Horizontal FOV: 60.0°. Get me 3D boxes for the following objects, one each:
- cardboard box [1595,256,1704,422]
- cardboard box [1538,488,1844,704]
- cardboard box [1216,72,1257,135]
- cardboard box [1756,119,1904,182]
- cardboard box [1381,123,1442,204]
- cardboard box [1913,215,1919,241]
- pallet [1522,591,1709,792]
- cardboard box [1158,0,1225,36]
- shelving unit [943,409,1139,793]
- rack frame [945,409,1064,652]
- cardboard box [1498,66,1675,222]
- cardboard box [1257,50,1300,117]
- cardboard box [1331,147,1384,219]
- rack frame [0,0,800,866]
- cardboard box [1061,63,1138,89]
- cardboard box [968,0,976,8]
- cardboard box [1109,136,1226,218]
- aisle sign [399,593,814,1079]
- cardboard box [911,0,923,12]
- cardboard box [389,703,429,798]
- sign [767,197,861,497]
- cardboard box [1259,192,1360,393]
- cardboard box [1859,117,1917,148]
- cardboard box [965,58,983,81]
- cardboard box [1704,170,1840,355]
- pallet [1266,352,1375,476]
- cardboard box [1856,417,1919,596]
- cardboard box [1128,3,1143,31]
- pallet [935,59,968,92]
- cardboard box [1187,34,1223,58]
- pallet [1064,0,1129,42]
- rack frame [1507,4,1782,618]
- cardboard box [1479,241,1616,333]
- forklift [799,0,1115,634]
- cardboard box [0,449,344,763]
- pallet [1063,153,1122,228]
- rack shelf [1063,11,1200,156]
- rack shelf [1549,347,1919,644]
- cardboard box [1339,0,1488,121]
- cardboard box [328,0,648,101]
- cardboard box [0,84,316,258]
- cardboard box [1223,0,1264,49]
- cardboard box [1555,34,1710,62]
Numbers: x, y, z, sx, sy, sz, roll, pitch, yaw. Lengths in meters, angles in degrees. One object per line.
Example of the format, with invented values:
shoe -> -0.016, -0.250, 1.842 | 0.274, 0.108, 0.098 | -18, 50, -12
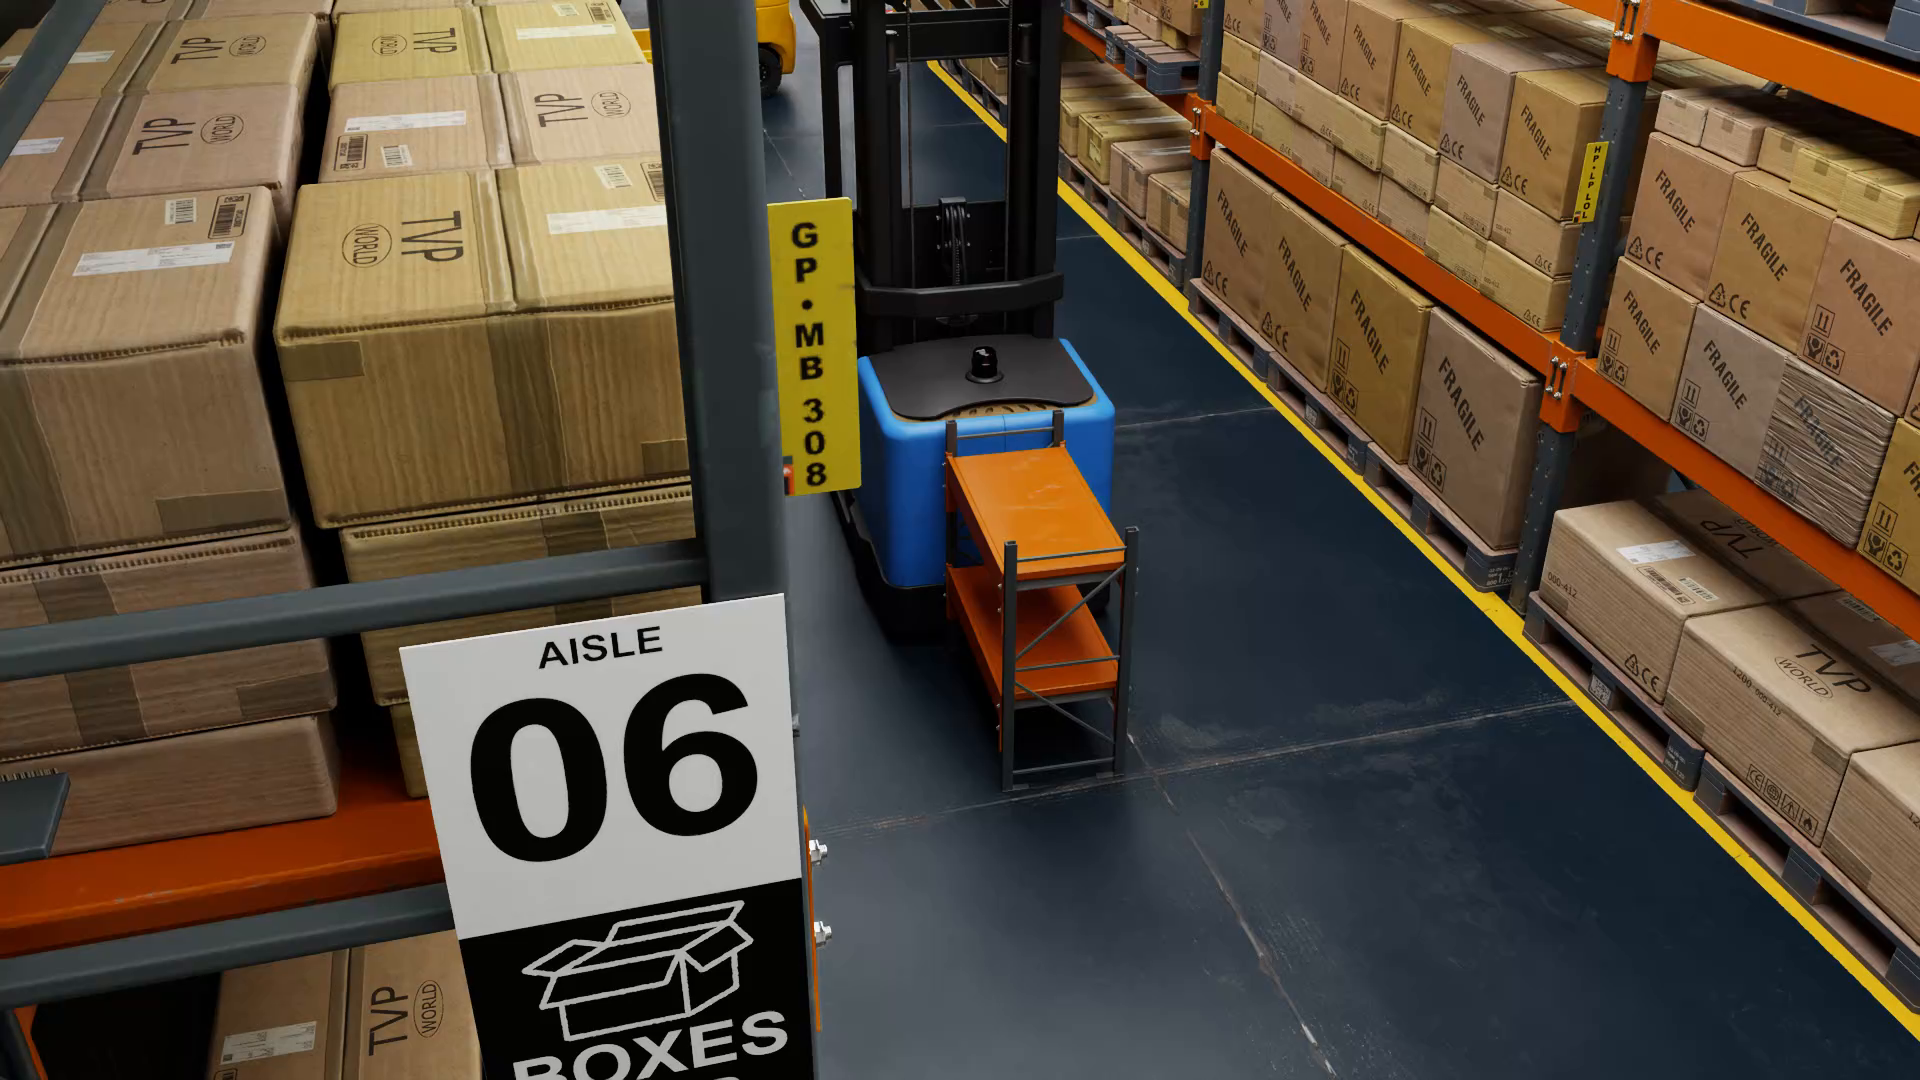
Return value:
cardboard box -> 2.916, -0.820, 6.572 | 0.500, 0.500, 0.500 | -7, 31, -12
cardboard box -> 3.107, 0.207, 7.037 | 0.875, 0.438, 0.875 | -8, 31, -14
cardboard box -> 1.869, -2.635, 9.958 | 0.500, 0.250, 0.500 | -8, 31, -14
cardboard box -> 3.069, -1.368, 5.874 | 0.380, 0.149, 0.250 | -8, 31, -14
cardboard box -> 2.409, -1.860, 8.119 | 0.500, 0.250, 0.500 | -7, 31, -12
cardboard box -> 3.264, -0.997, 5.233 | 0.380, 0.149, 0.250 | -8, 31, -13
pallet -> 3.170, 0.547, 7.095 | 1.003, 0.211, 1.213 | -8, 31, -13
cardboard box -> 1.593, -3.506, 10.497 | 0.500, 0.500, 0.500 | -9, 31, -15
shelving unit -> 0.297, 0.223, 6.741 | 0.538, 1.125, 1.048 | -6, 31, -11
rack frame -> 0.187, -0.025, 7.171 | 0.500, 1.125, 0.032 | -6, 31, -11
cardboard box -> 2.683, -1.696, 7.088 | 0.500, 0.500, 0.500 | -7, 31, -12
cardboard box -> 2.014, -2.594, 9.388 | 0.500, 0.250, 0.500 | -7, 31, -12
cardboard box -> 2.290, -1.897, 8.683 | 0.500, 0.250, 0.500 | -8, 31, -13
rack frame -> -0.679, -1.040, 1.065 | 1.000, 3.000, 0.127 | -8, 31, -13
cardboard box -> 1.062, -3.693, 13.840 | 0.950, 0.372, 0.625 | -7, 31, -13
cardboard box -> 0.368, -4.713, 14.976 | 0.500, 0.500, 0.500 | -7, 31, -12
cardboard box -> 1.638, -2.644, 12.027 | 0.950, 0.372, 0.625 | -8, 31, -14
aisle sign -> -0.378, 0.425, 1.927 | 0.394, 0.787, 0.004 | -8, 31, -13
cardboard box -> -0.194, -5.399, 16.909 | 0.500, 0.250, 0.500 | -8, 31, -14
cardboard box -> -0.540, 0.182, 2.198 | 0.380, 0.149, 0.250 | -7, 31, -12
sign -> -0.156, -0.193, 1.722 | 0.100, 0.325, 0.005 | -8, 31, -13
cardboard box -> 2.318, -1.456, 9.473 | 0.875, 0.875, 0.875 | -7, 31, -13
cardboard box -> 3.454, -1.425, 5.971 | 0.380, 0.149, 0.250 | -8, 31, -13
cardboard box -> 0.353, -4.399, 15.181 | 0.500, 0.250, 0.500 | -9, 31, -15
cardboard box -> 3.064, -1.007, 5.897 | 0.500, 0.500, 0.500 | -8, 31, -14
pallet -> 2.439, -0.784, 9.394 | 1.003, 0.211, 1.213 | -8, 31, -13
cardboard box -> 3.308, -0.086, 5.305 | 0.500, 0.500, 0.500 | -7, 31, -12
cardboard box -> 1.358, -3.528, 11.182 | 0.380, 0.149, 0.250 | -9, 31, -16
pallet -> 0.380, -4.605, 15.995 | 1.003, 0.211, 1.213 | -8, 31, -13
cardboard box -> 1.668, -3.170, 10.563 | 0.380, 0.149, 0.250 | -7, 31, -11
pallet -> 1.417, -3.837, 12.077 | 1.003, 0.211, 1.213 | -8, 31, -13
rack frame -> 3.044, -1.038, 7.049 | 1.000, 3.000, 0.127 | -8, 31, -13
cardboard box -> 2.681, -1.156, 7.402 | 0.500, 0.250, 0.500 | -9, 31, -14
forklift -> -0.136, -1.575, 8.045 | 1.130, 2.935, 3.031 | -6, 31, -11
cardboard box -> -1.060, 0.015, 2.088 | 0.500, 0.250, 0.500 | -8, 31, -14
pallet -> 1.456, -2.729, 12.753 | 1.003, 0.211, 1.213 | -8, 31, -13
rack shelf -> 1.451, -3.624, 12.235 | 1.077, 0.370, 4.000 | -8, 31, -13
rack shelf -> 3.574, 0.240, 5.560 | 1.077, 0.370, 4.000 | -8, 31, -13
cardboard box -> 2.271, -2.441, 8.374 | 0.500, 0.500, 0.500 | -7, 31, -12
cardboard box -> -0.818, -0.759, 2.927 | 0.500, 0.250, 0.500 | -8, 31, -14
cardboard box -> -1.204, -0.451, 2.395 | 0.500, 0.250, 0.500 | -9, 31, -15
cardboard box -> 1.877, -3.175, 9.643 | 0.500, 0.500, 0.500 | -9, 31, -15
cardboard box -> 3.042, -2.007, 7.624 | 0.500, 0.500, 0.500 | -8, 31, -14
